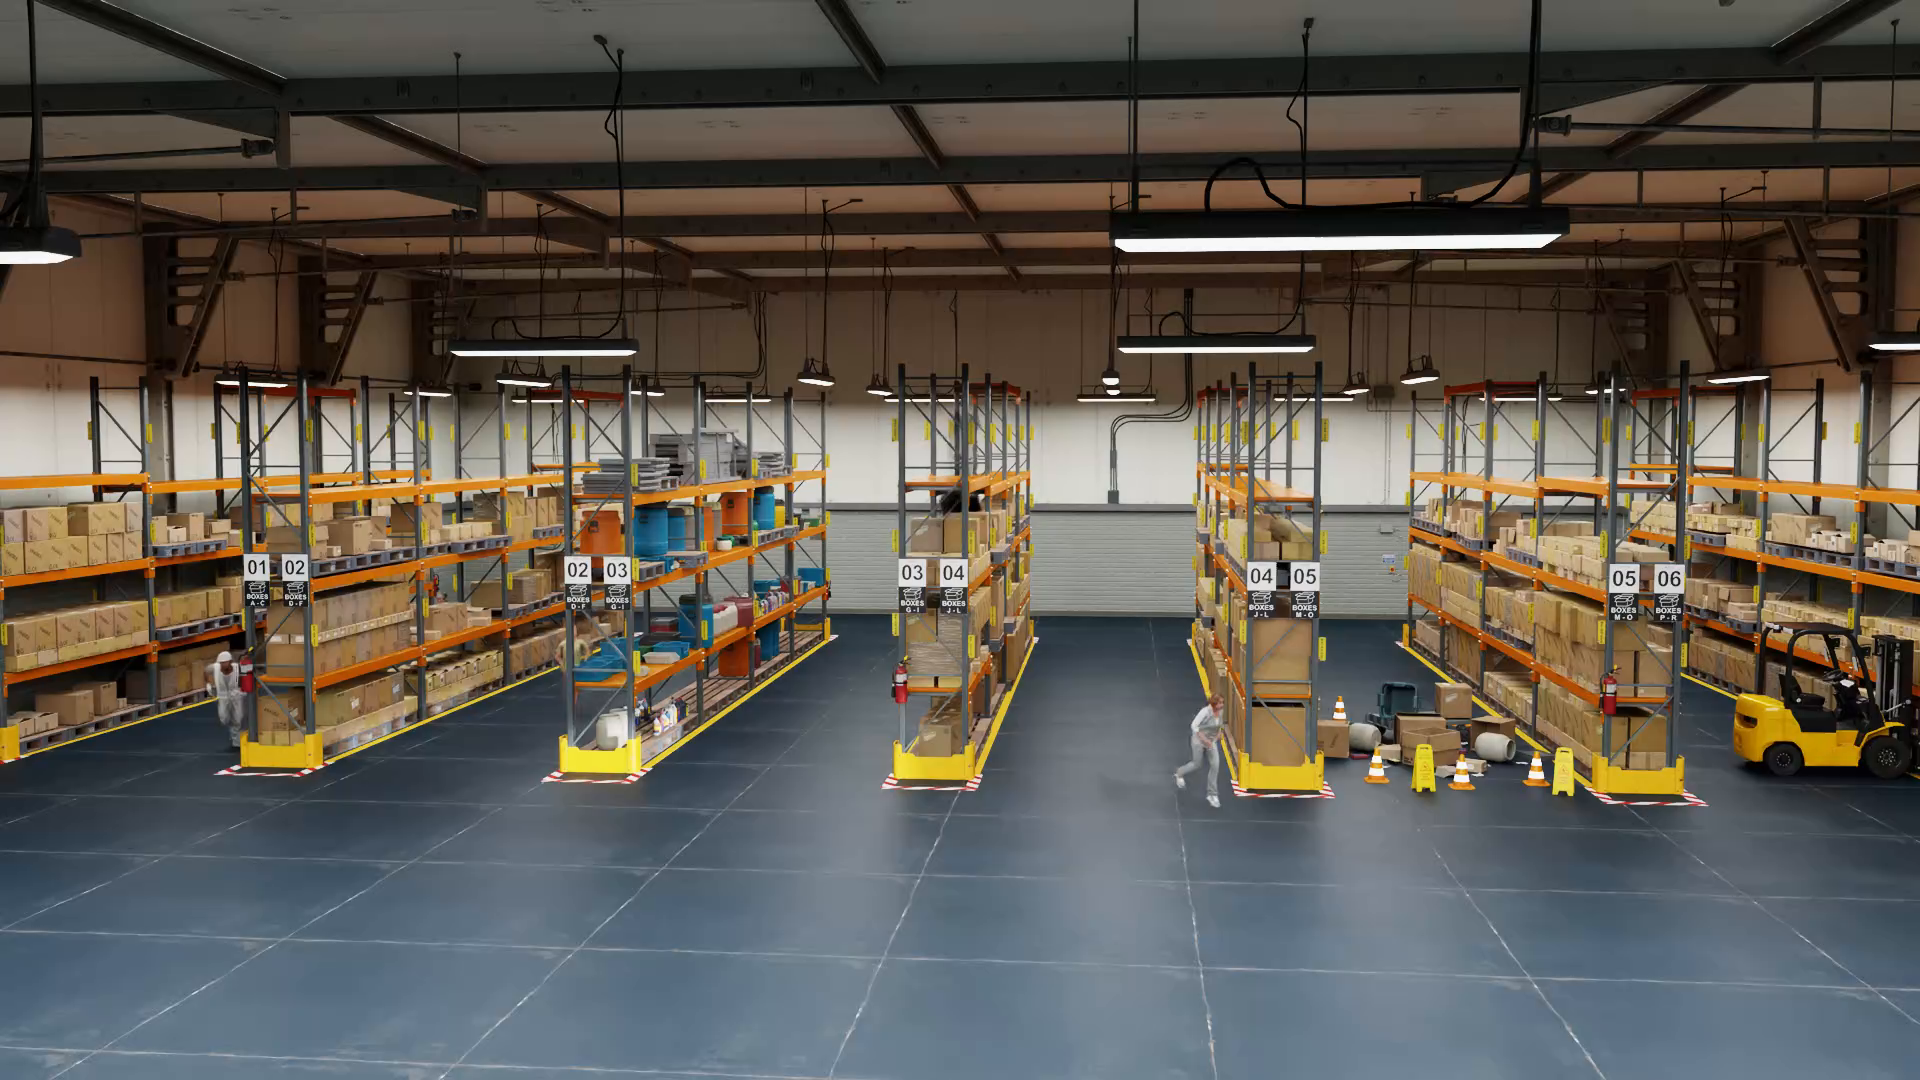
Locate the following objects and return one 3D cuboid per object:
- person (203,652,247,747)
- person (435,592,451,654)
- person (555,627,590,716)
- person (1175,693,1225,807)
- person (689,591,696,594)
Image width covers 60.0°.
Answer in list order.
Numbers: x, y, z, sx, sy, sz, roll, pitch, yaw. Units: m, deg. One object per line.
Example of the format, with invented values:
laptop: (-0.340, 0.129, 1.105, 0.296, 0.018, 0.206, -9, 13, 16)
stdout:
person: (-11.591, 2.519, 26.282, 0.714, 1.579, 0.799, -1, 4, -11)
person: (-11.012, 1.920, 35.287, 0.612, 1.658, 0.548, 1, 4, 11)
person: (-6.778, 2.330, 29.101, 0.586, 1.682, 0.852, -1, 4, -8)
person: (3.266, 2.802, 22.665, 0.549, 1.546, 0.908, -3, 5, -38)
person: (-5.840, 1.899, 36.489, 0.578, 1.560, 0.541, 1, 4, 12)
